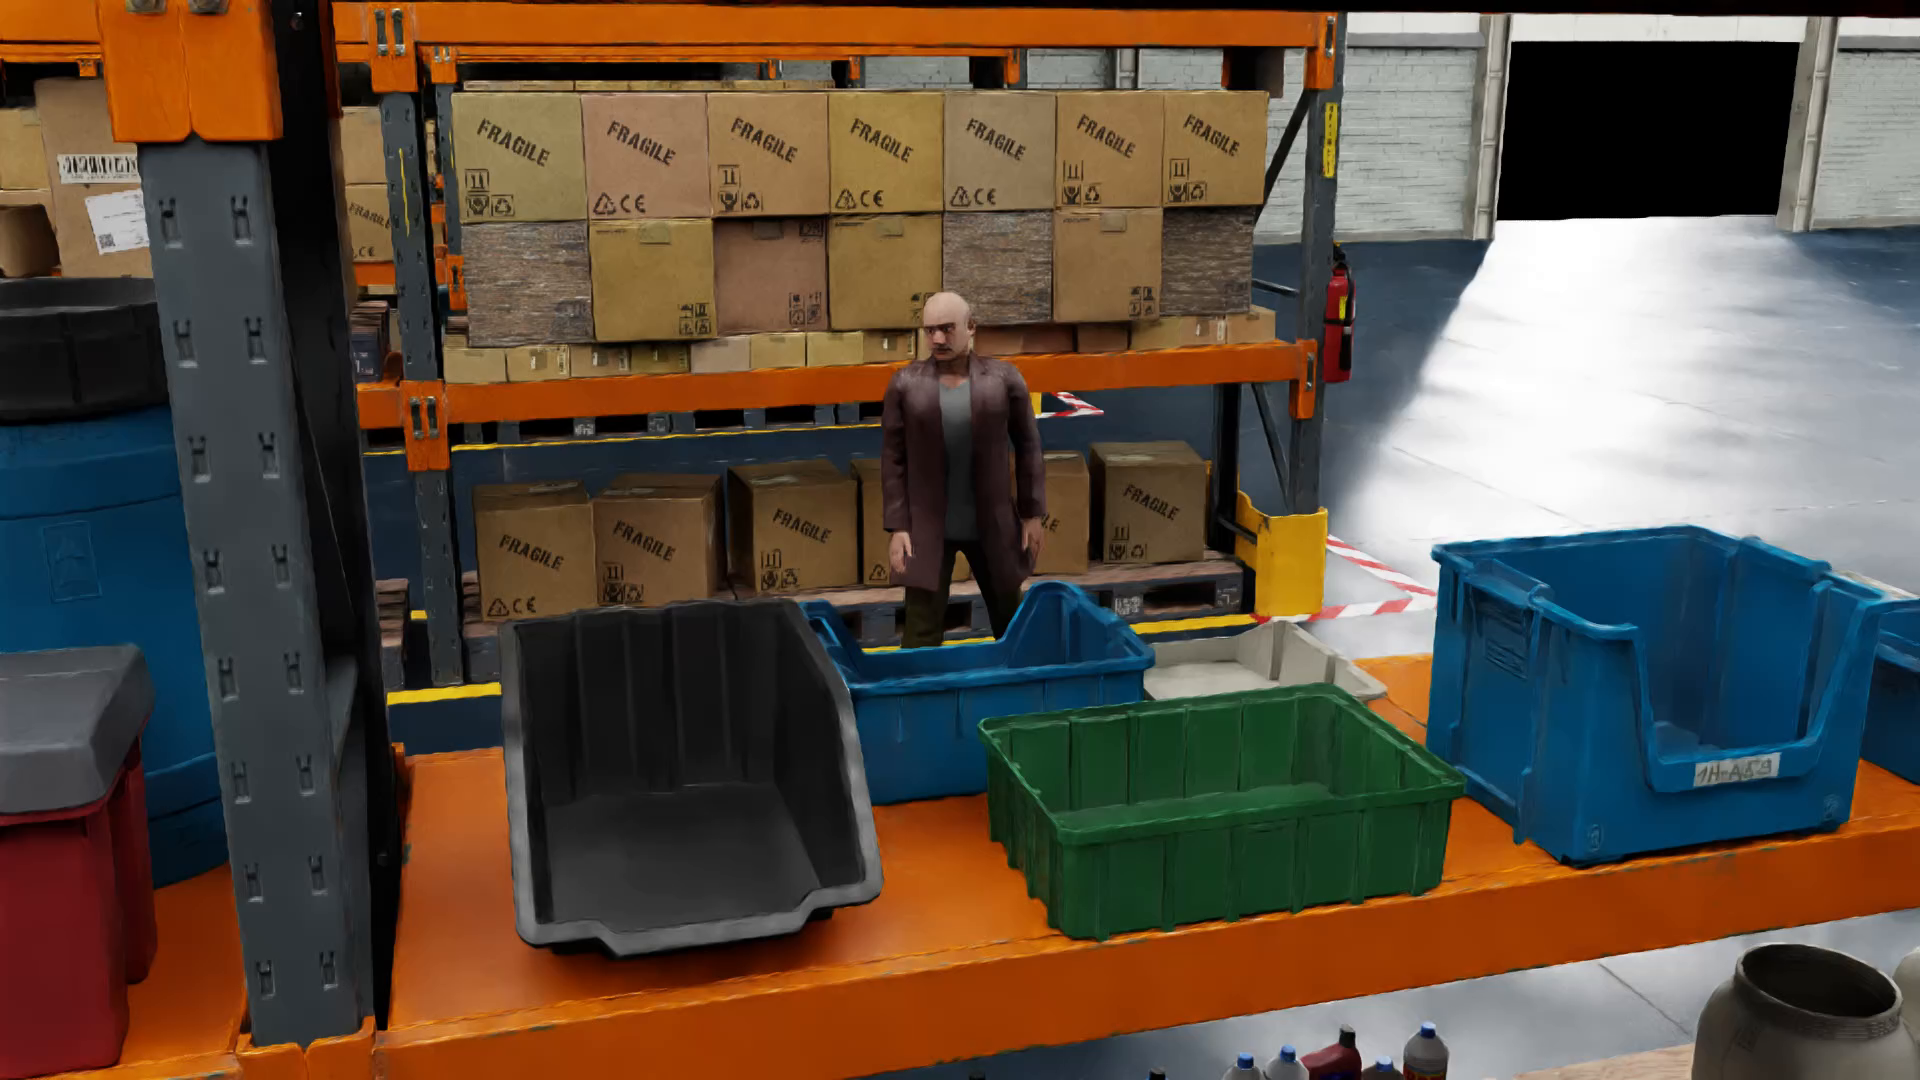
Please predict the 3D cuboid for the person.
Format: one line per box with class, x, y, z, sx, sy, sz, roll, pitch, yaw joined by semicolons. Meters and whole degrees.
person;0.040;-0.046;6.247;0.664;1.777;0.674;-2;16;-6
